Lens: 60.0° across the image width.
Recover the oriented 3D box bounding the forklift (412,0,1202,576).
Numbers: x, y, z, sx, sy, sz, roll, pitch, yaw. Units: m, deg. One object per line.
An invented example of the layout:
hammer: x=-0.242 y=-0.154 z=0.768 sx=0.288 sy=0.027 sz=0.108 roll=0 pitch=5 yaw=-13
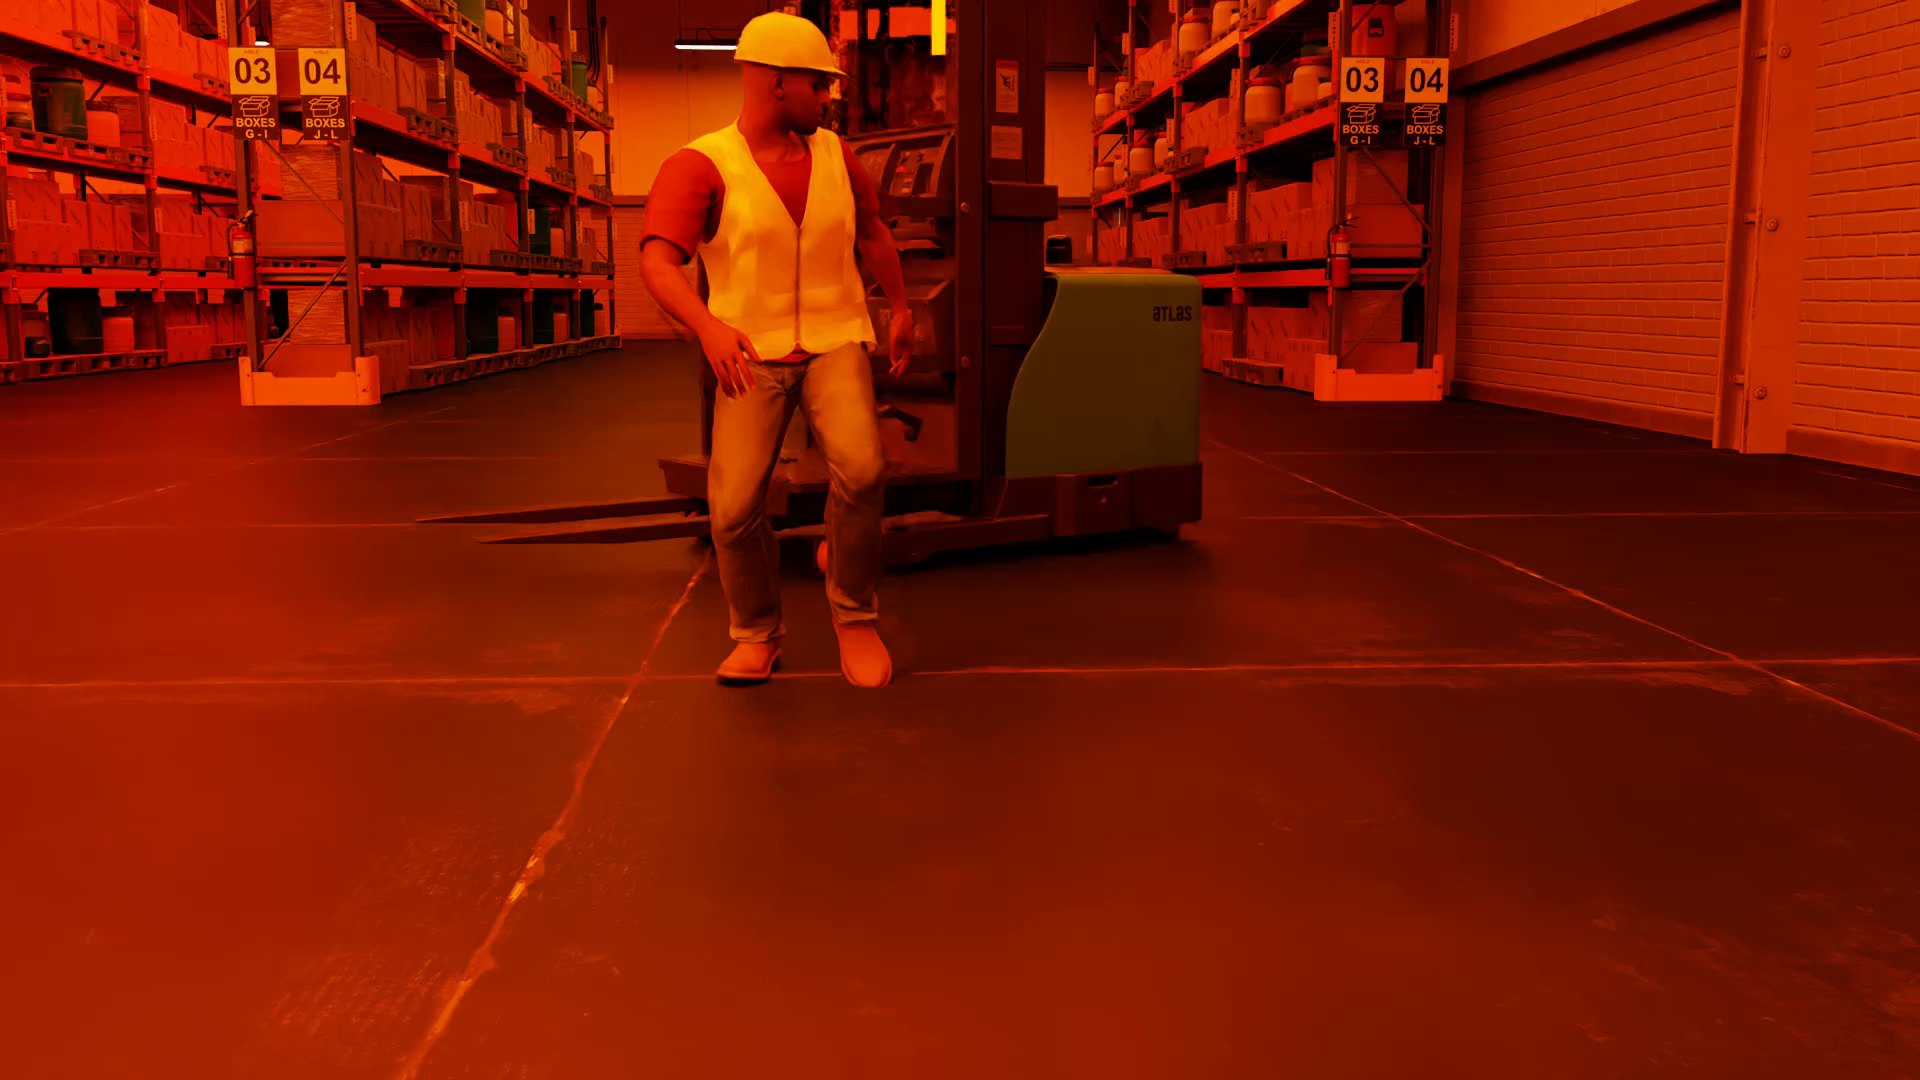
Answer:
forklift: x=-0.489 y=-1.394 z=6.219 sx=3.031 sy=2.935 sz=1.130 roll=-6 pitch=10 yaw=-36

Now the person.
person: x=-0.435 y=-0.464 z=4.278 sx=0.753 sy=1.712 sz=0.753 roll=-2 pitch=9 yaw=-11
